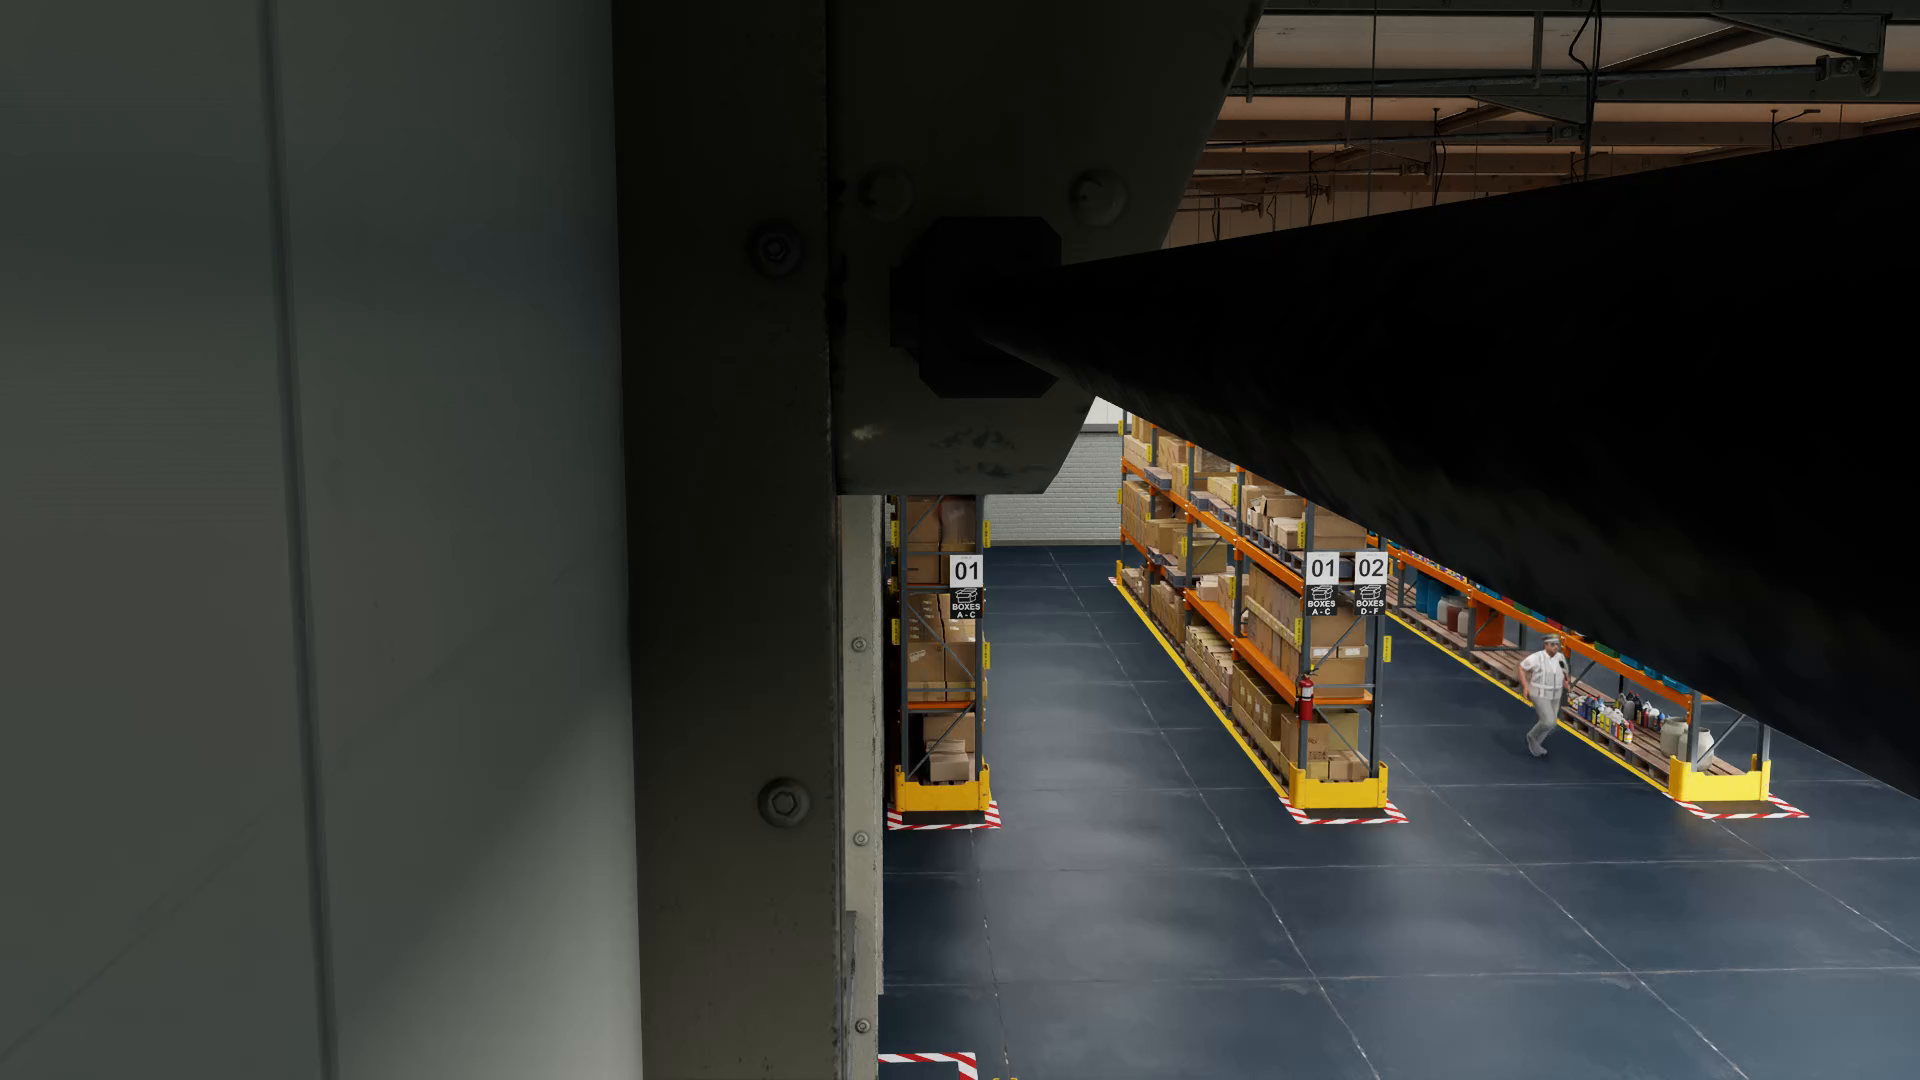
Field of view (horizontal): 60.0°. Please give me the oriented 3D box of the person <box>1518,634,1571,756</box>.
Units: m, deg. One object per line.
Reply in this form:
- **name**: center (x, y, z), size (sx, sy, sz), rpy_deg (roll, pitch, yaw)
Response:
- **person**: center (8.039, 2.122, 22.730), size (0.637, 1.738, 0.733), rpy_deg (-3, 9, -17)
